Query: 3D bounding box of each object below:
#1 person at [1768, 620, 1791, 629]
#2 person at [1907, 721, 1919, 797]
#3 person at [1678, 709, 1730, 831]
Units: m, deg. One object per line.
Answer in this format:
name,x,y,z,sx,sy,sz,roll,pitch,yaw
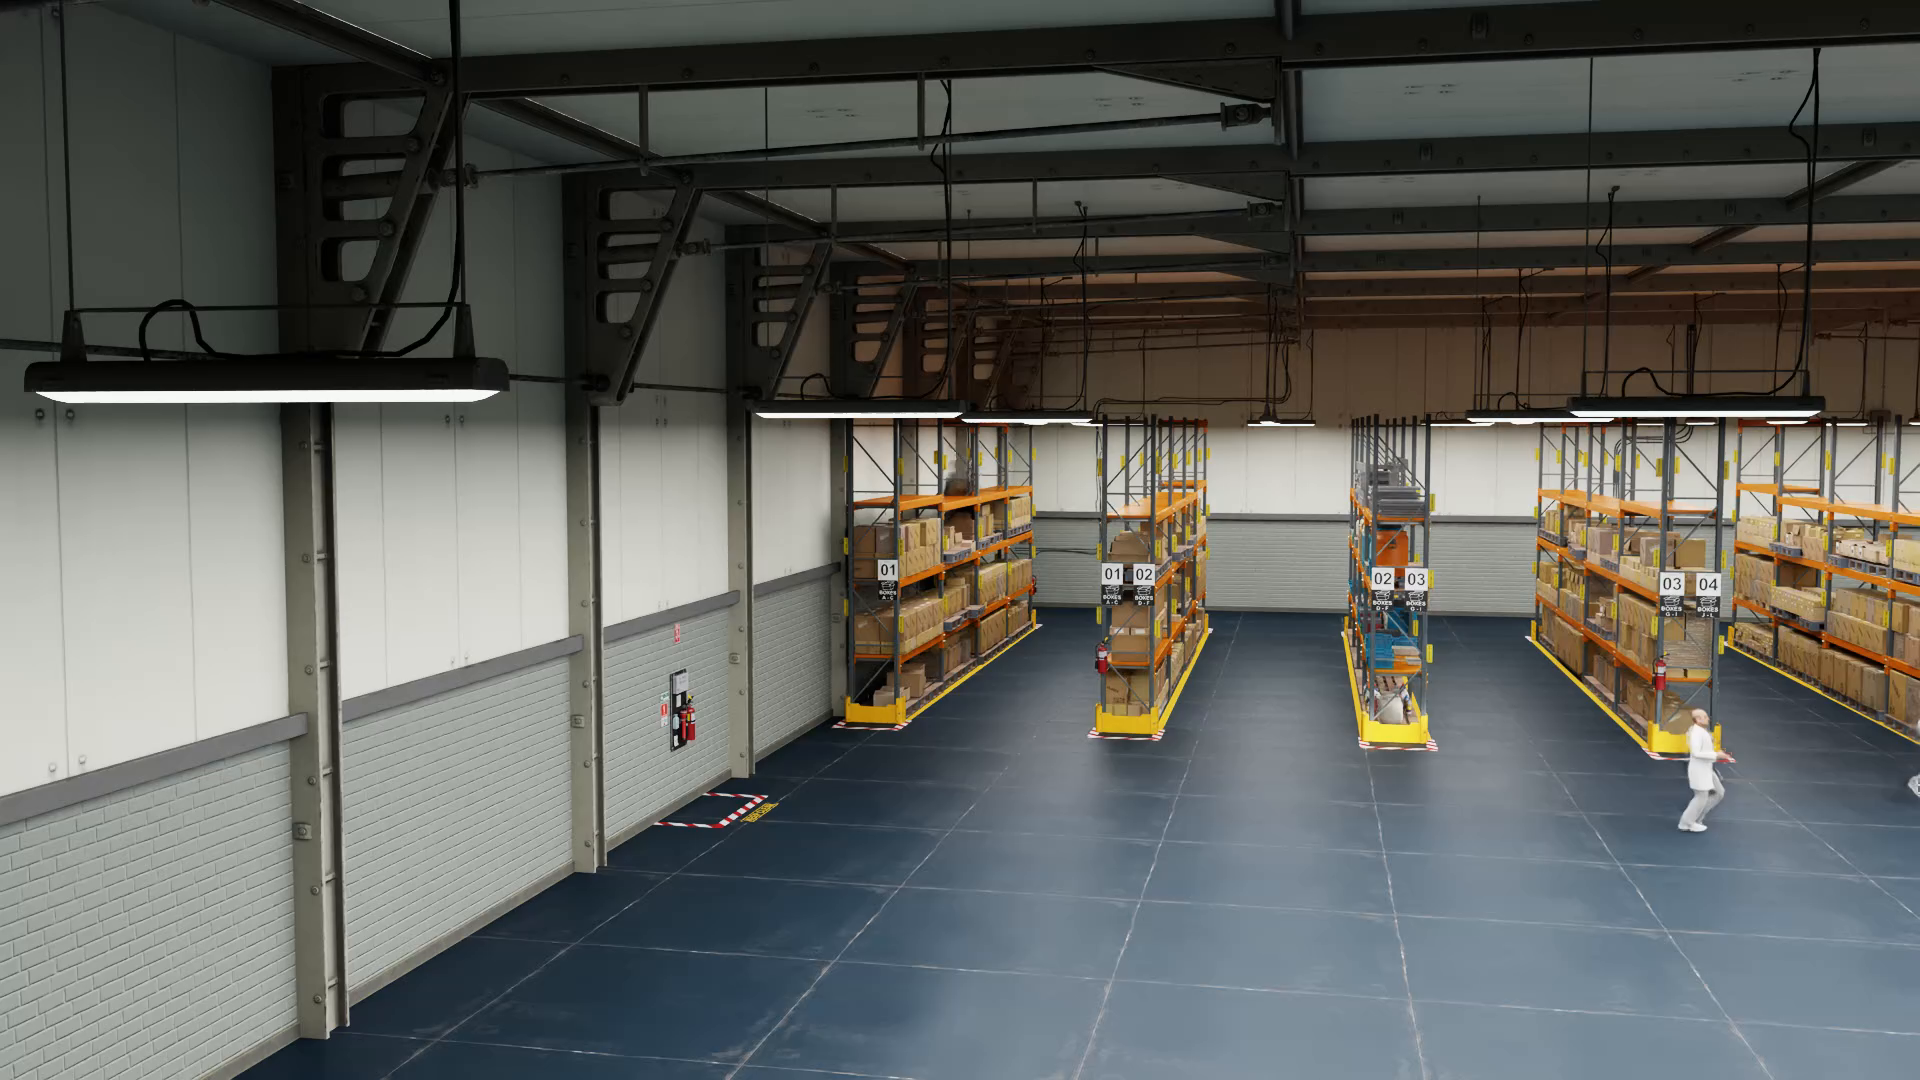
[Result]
person,22.163,1.936,44.897,0.770,1.593,0.562,0,4,6
person,14.814,3.162,25.261,0.673,1.772,0.814,-3,5,-39
person,10.560,3.277,23.543,0.676,1.765,0.694,3,5,34
